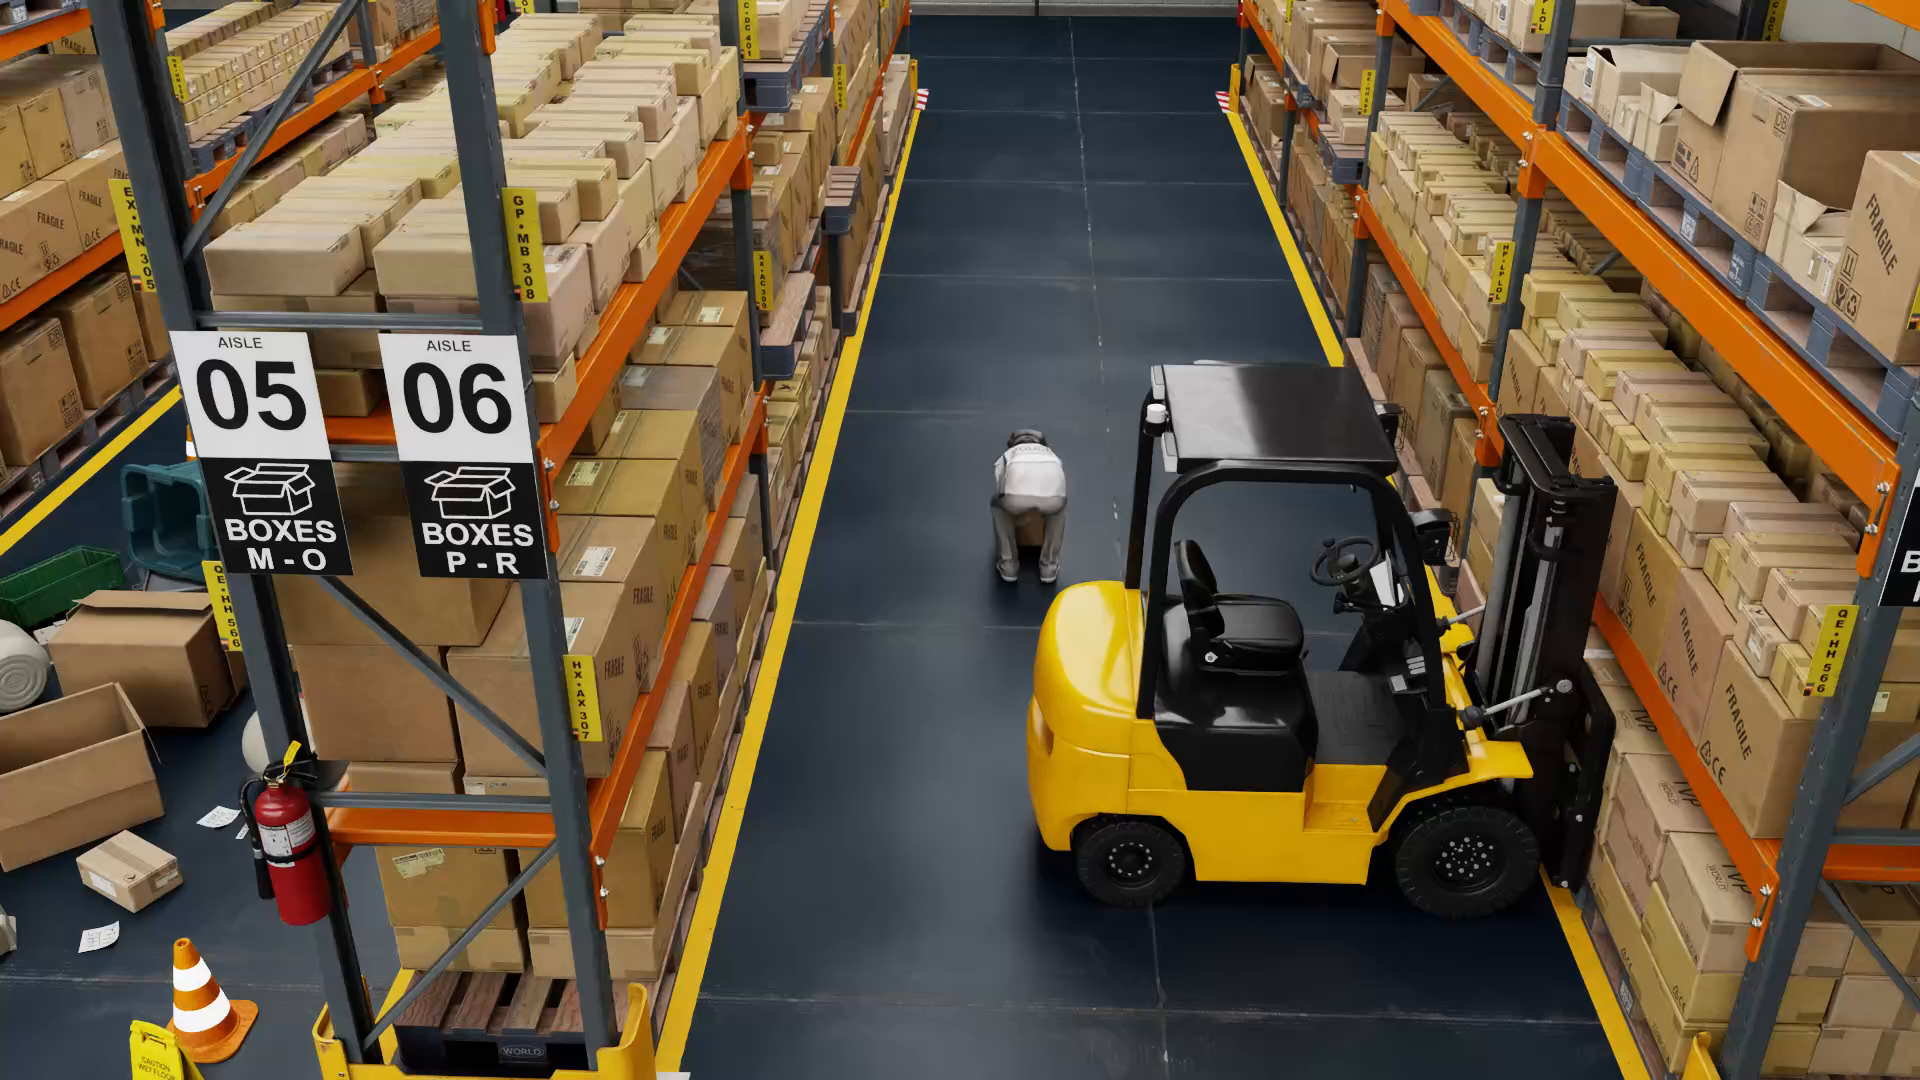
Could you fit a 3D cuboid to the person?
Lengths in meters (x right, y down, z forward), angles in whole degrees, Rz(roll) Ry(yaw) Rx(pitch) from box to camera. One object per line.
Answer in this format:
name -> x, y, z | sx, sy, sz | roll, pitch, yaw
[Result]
person -> 0.402, -0.544, 9.611 | 0.498, 1.686, 0.425 | 1, 28, 1
